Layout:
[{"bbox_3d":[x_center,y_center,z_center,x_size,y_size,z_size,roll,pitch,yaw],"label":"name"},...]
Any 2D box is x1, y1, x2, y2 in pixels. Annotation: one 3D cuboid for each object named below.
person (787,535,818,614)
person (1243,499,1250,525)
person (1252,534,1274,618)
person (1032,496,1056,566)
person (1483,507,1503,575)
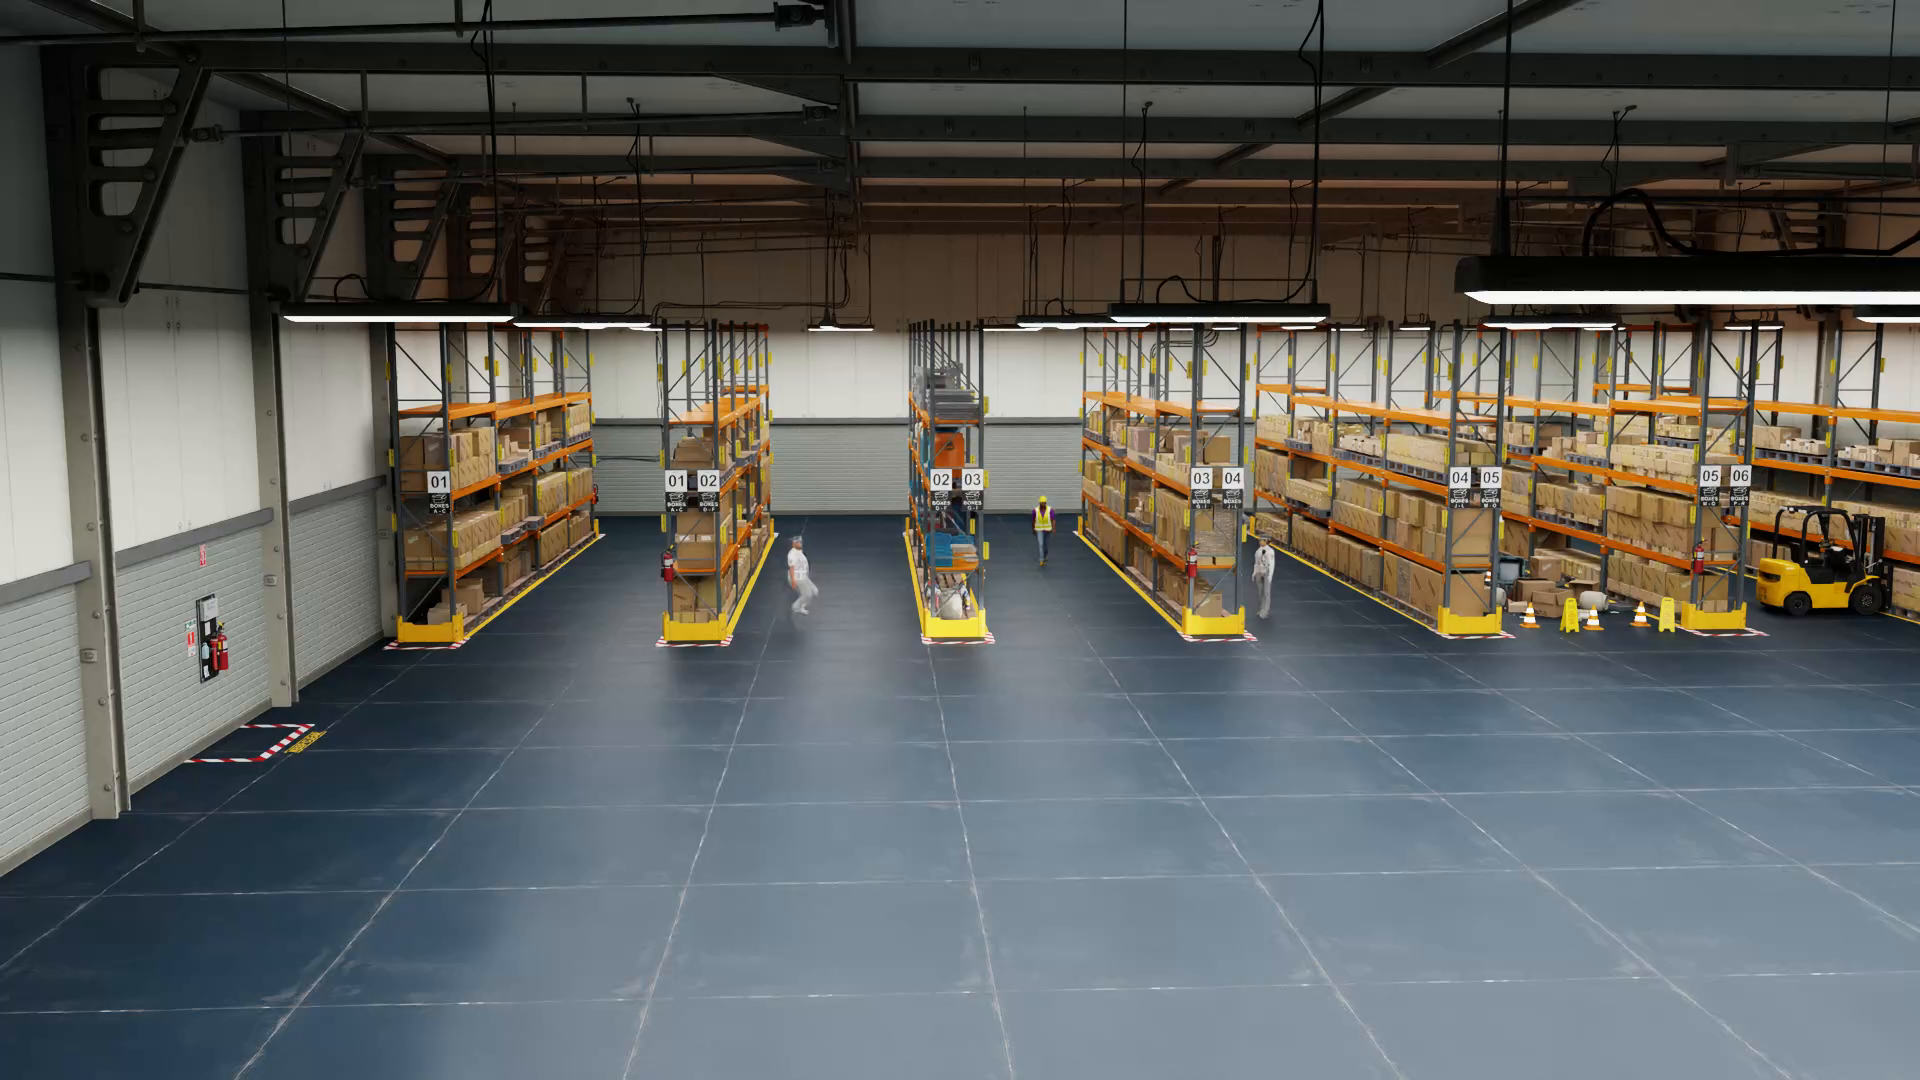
[{"bbox_3d":[-3.130,0.695,32.683,0.542,1.584,0.658,2,7,19],"label":"person"},{"bbox_3d":[8.158,-1.153,48.971,0.762,1.625,0.505,-5,8,-33],"label":"person"},{"bbox_3d":[6.158,0.726,33.844,0.477,1.705,0.465,6,10,42],"label":"person"},{"bbox_3d":[2.084,-0.232,41.347,0.579,1.723,1.031,-1,7,-5],"label":"person"},{"bbox_3d":[12.693,0.026,39.582,0.428,1.720,0.531,3,8,21],"label":"person"}]
